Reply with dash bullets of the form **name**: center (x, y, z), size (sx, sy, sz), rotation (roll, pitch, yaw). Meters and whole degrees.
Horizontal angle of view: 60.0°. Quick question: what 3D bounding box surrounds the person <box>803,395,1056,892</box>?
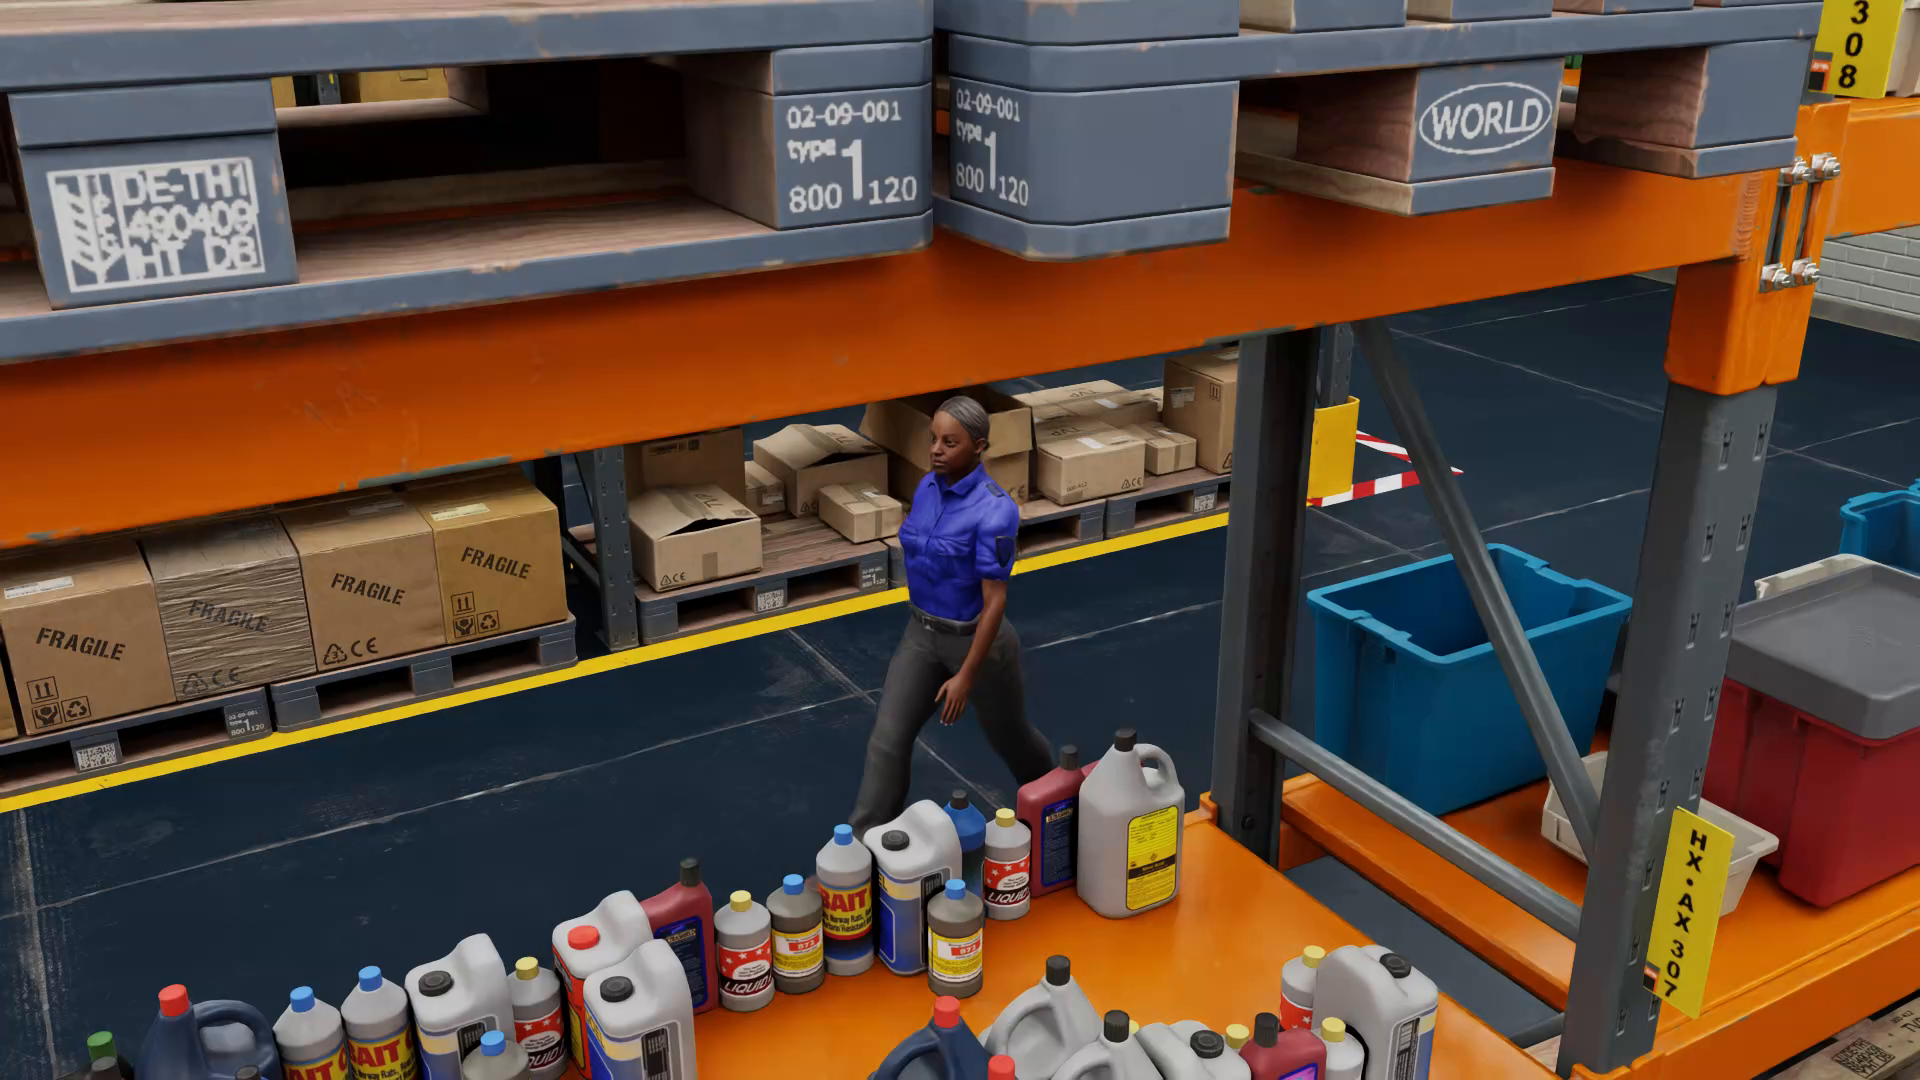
- **person**: center (-0.057, 0.339, 5.221), size (0.483, 1.590, 1.012), rotation (19, 29, 39)
